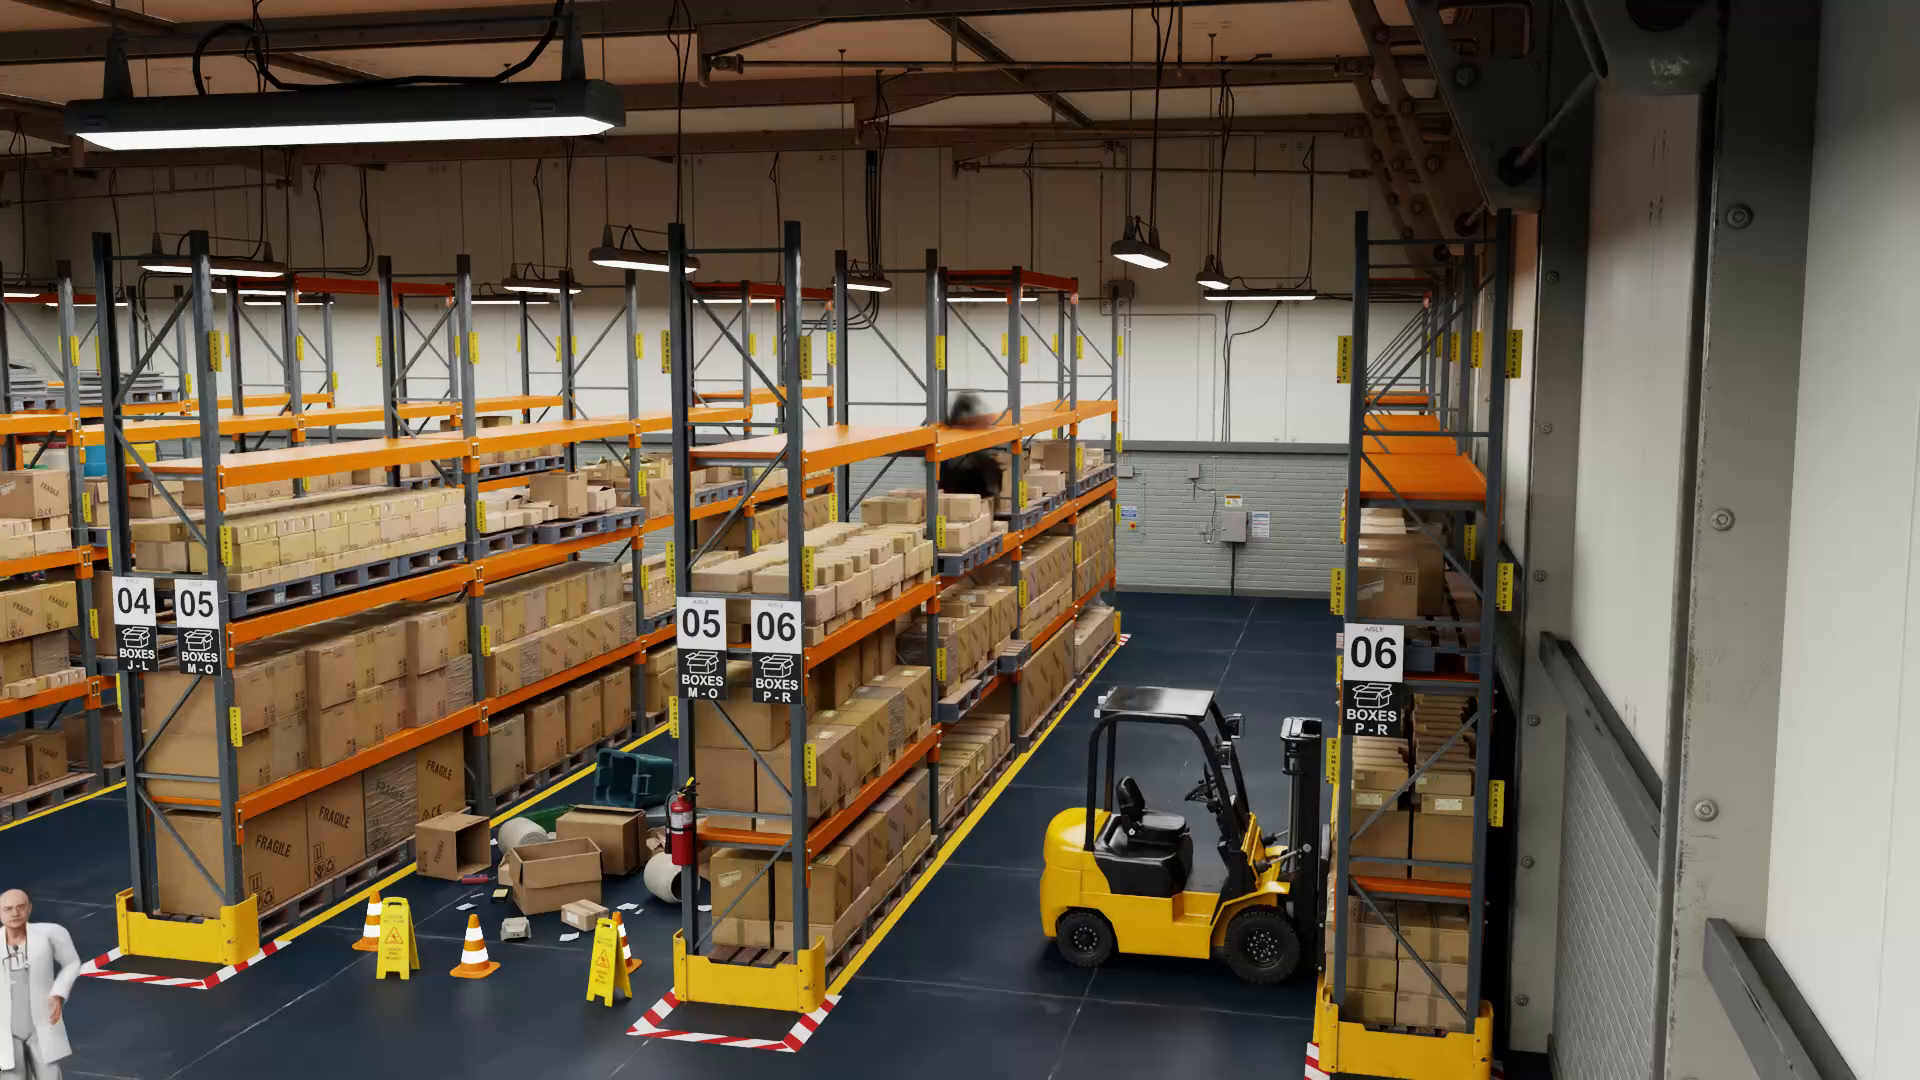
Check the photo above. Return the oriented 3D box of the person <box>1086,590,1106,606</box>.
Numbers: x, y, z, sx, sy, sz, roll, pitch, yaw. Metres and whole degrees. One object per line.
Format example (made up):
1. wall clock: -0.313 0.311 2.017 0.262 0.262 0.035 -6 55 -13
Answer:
1. person: 2.390 0.713 29.554 0.673 1.809 0.686 4 8 28

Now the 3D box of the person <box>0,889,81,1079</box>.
1. person: -5.910 3.039 10.466 0.708 1.724 0.670 -4 8 -30
